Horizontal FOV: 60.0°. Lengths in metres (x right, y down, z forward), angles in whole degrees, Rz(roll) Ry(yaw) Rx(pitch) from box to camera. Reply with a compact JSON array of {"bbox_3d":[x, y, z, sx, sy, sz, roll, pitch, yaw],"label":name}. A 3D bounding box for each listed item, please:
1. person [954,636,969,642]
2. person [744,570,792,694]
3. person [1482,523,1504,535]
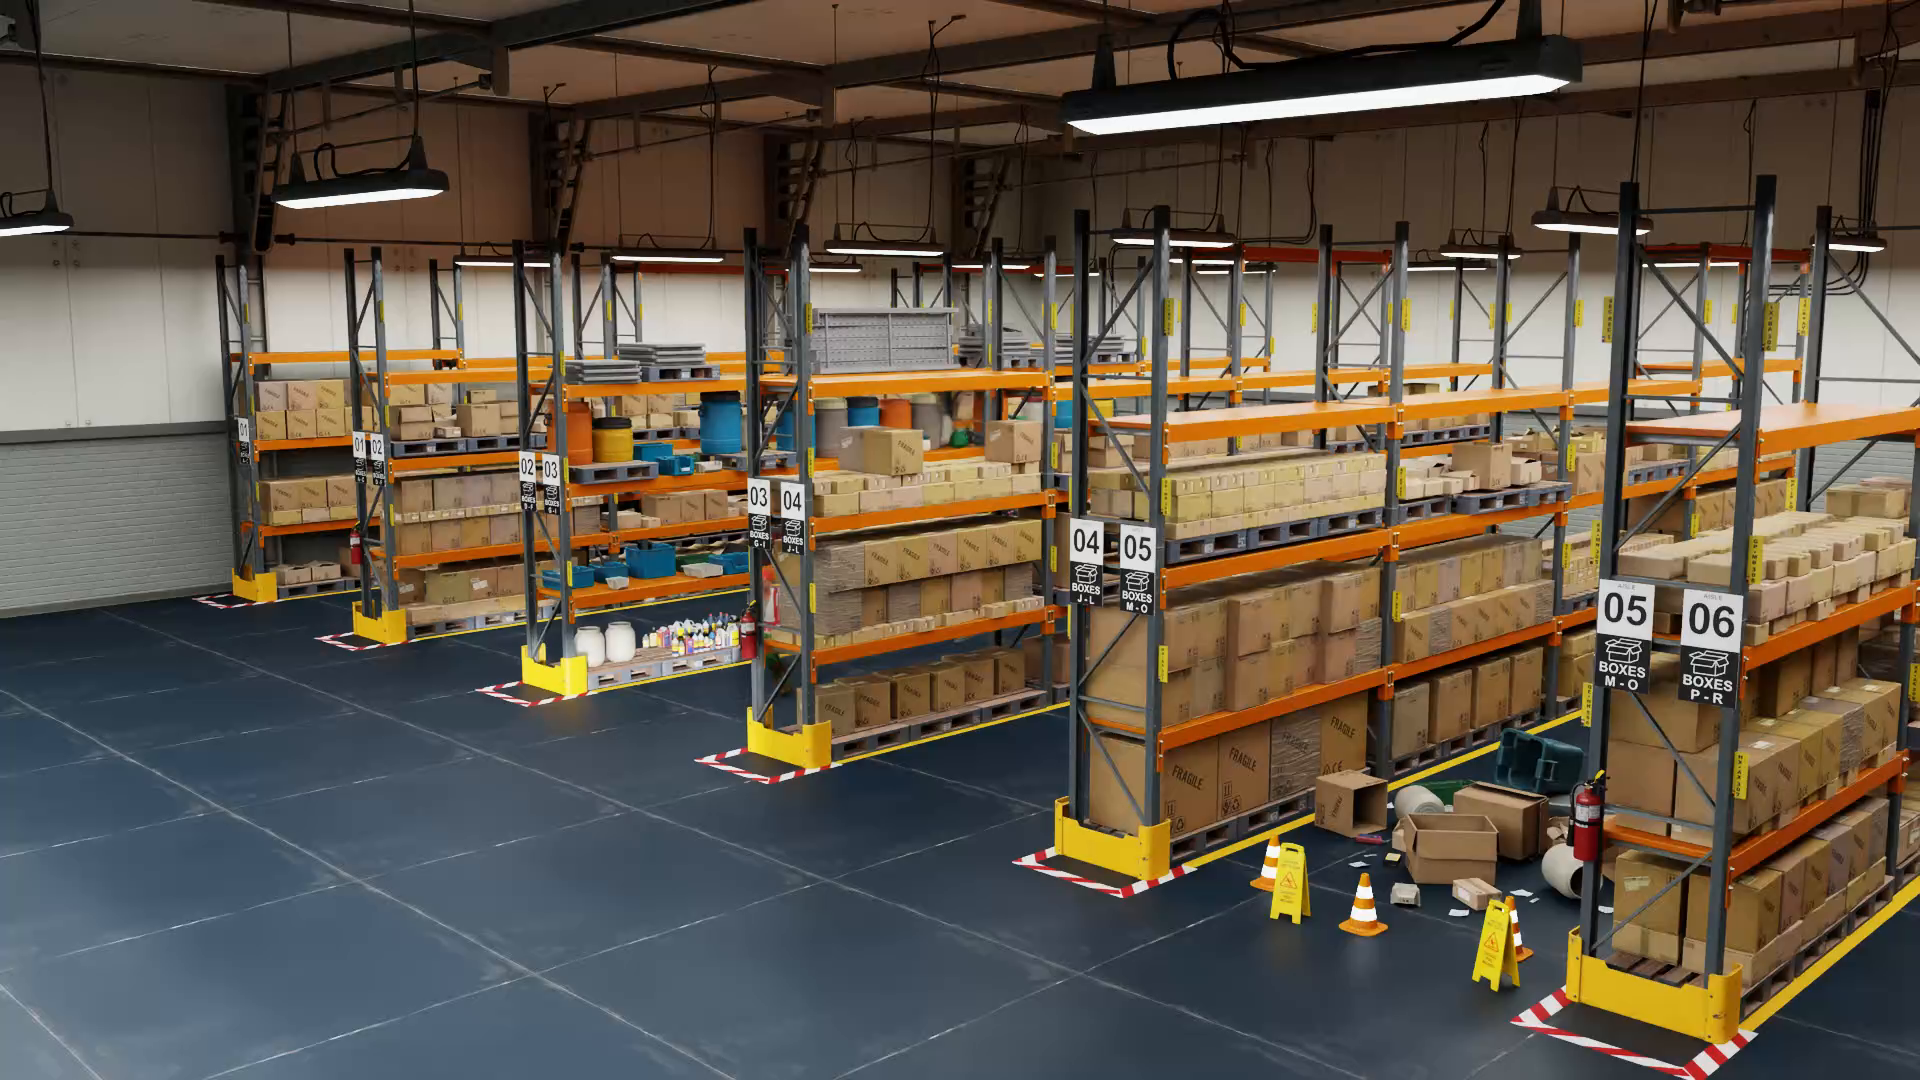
[{"bbox_3d":[-0.054,0.662,24.002,0.562,1.678,0.562,8,11,44],"label":"person"},{"bbox_3d":[-2.473,1.214,21.797,0.632,1.699,0.862,4,9,27],"label":"person"},{"bbox_3d":[10.153,-0.224,32.089,0.934,1.777,0.821,0,8,-3],"label":"person"}]
